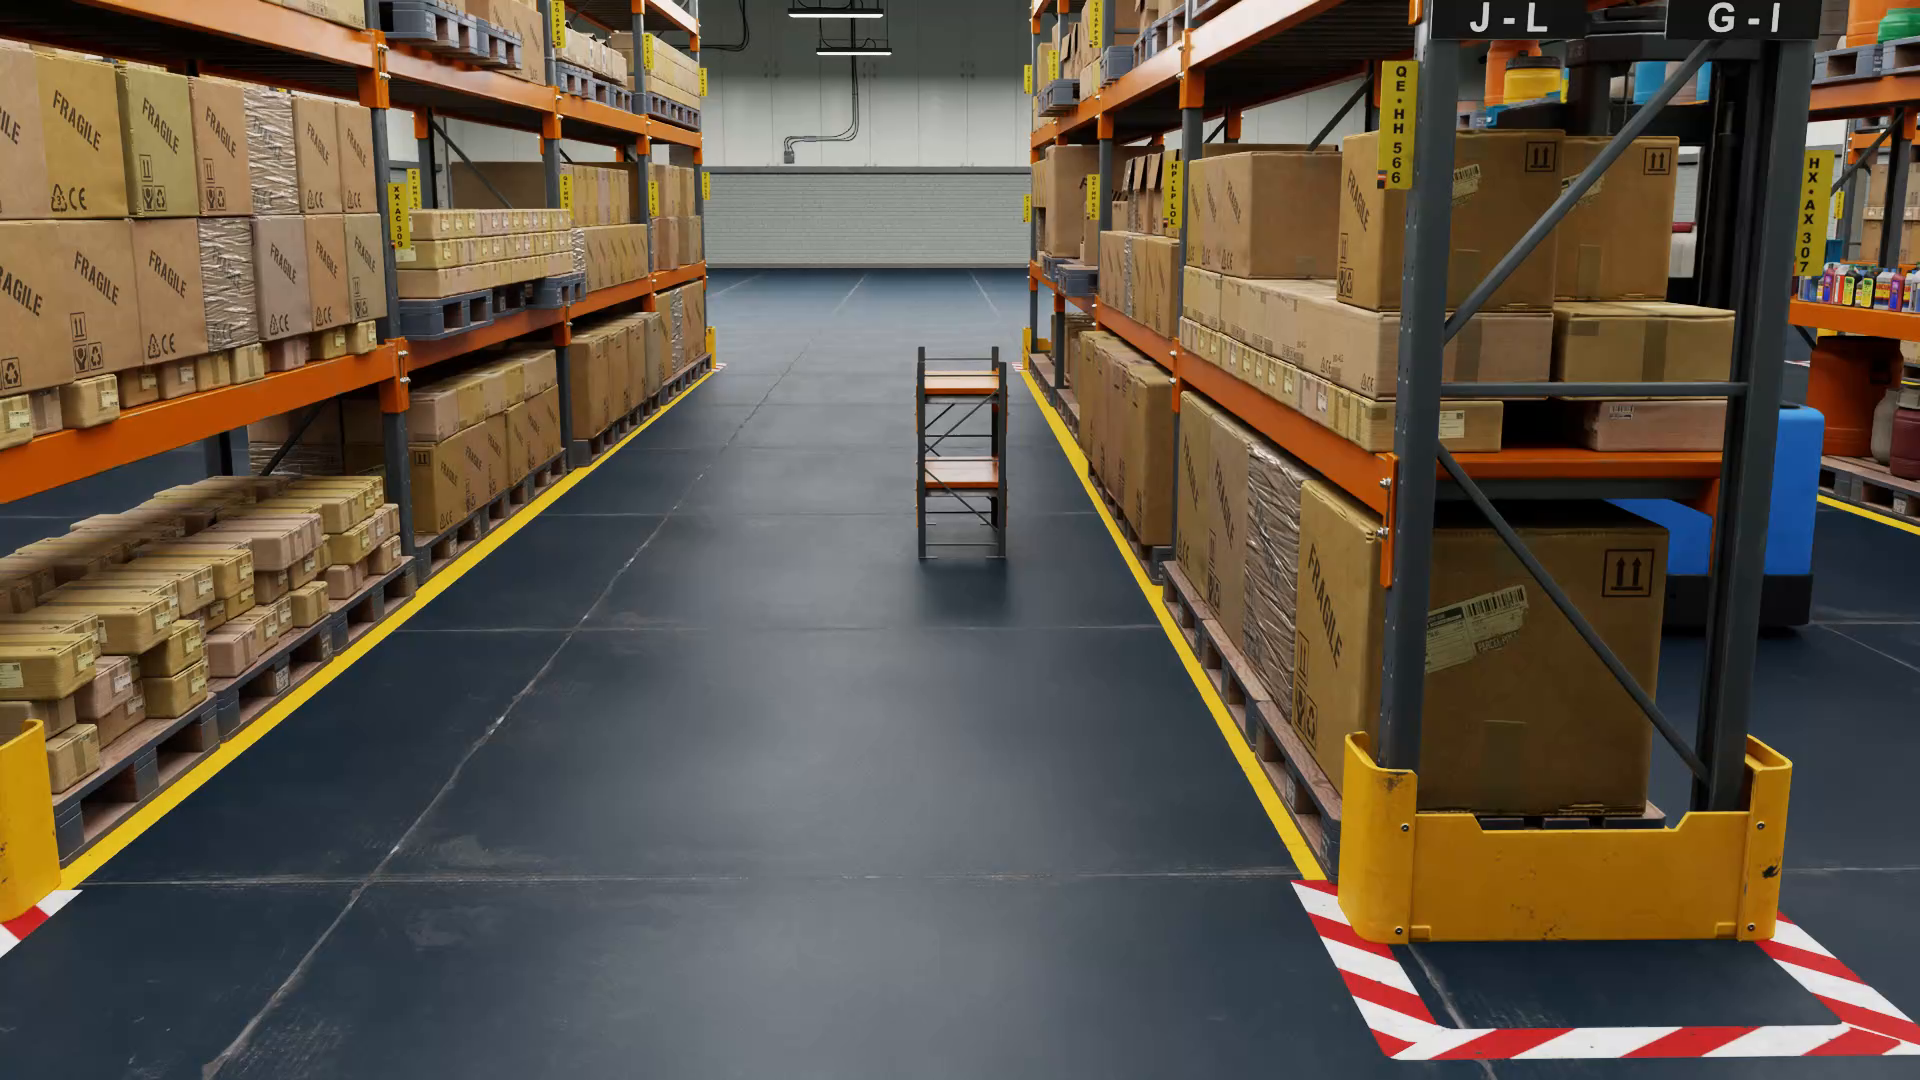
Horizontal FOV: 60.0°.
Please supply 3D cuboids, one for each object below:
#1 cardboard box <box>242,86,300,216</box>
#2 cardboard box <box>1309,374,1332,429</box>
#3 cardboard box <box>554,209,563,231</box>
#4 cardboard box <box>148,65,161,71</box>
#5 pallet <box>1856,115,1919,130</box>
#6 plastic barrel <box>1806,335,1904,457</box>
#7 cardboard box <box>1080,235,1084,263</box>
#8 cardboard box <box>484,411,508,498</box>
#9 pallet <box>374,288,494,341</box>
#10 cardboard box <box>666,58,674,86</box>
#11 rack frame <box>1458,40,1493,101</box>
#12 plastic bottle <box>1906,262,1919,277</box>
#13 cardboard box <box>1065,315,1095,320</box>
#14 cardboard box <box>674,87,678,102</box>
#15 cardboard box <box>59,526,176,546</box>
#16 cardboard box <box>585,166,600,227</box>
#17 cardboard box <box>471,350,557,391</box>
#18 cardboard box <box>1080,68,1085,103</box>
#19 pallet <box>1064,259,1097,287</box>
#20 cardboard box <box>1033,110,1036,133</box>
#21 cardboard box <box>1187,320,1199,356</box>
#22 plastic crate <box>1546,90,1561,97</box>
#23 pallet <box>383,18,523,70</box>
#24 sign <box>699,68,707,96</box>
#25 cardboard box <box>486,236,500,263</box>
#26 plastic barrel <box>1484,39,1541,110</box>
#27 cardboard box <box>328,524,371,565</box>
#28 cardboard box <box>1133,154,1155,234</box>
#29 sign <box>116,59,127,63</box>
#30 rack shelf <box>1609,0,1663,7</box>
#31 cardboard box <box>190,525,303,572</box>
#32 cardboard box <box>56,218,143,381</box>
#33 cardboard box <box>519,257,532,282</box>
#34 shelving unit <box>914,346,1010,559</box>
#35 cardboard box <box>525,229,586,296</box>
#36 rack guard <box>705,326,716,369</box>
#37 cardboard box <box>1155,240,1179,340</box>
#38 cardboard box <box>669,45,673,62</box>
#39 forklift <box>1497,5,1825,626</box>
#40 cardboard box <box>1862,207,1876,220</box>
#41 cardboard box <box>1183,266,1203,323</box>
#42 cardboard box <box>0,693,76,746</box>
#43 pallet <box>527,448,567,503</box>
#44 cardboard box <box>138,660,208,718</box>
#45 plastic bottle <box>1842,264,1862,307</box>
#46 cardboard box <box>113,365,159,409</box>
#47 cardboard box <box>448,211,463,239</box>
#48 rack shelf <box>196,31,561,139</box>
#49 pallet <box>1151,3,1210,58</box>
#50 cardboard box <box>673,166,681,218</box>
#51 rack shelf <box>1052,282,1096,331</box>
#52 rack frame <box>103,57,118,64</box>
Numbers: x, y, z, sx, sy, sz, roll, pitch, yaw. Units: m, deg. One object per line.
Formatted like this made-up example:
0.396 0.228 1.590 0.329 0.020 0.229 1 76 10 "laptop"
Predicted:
-3.063 -1.581 6.795 0.500 0.500 0.500 0 11 0 "cardboard box"
1.341 -0.447 5.348 0.380 0.149 0.250 0 11 -1 "cardboard box"
-2.967 -2.217 11.523 0.380 0.149 0.250 0 11 -2 "cardboard box"
-8.179 -4.649 16.512 0.380 0.149 0.250 -1 11 -3 "cardboard box"
11.251 -4.905 19.370 1.003 0.211 1.213 0 11 -1 "pallet"
6.502 -1.054 12.113 0.600 0.830 0.708 0 11 -1 "plastic barrel"
1.219 -2.459 13.918 0.396 0.266 0.258 -1 11 -3 "cardboard box"
-3.142 -0.531 10.364 0.500 0.500 0.500 0 11 0 "cardboard box"
-3.226 -1.252 9.168 1.003 0.211 1.213 0 11 -1 "pallet"
-3.274 -4.880 17.344 0.500 0.250 0.500 0 11 -2 "cardboard box"
6.310 -6.539 19.660 1.000 3.000 0.127 0 11 -1 "rack frame"
6.910 -1.873 12.042 0.061 0.283 0.133 0 11 -1 "plastic bottle"
1.401 -2.317 19.166 0.500 0.500 0.500 3 12 14 "cardboard box"
-3.220 -4.761 17.765 0.380 0.149 0.250 0 11 0 "cardboard box"
-3.514 0.037 6.948 0.380 0.149 0.250 -1 11 -4 "cardboard box"
-3.473 -2.921 14.146 0.700 0.500 0.500 0 11 -2 "cardboard box"
-3.162 -1.202 11.784 0.500 0.250 0.500 -1 11 -2 "cardboard box"
1.237 -3.677 13.473 0.500 0.250 0.500 0 11 0 "cardboard box"
1.441 -2.288 14.275 1.003 0.211 1.213 0 11 -1 "pallet"
1.109 -4.879 19.396 0.500 0.250 0.500 0 11 1 "cardboard box"
1.285 -0.958 7.869 0.380 0.149 0.250 -1 11 -3 "cardboard box"
6.650 -4.684 18.098 0.392 0.384 0.575 0 11 -1 "plastic crate"
-3.286 -2.901 9.741 1.213 0.211 1.003 0 11 -1 "pallet"
-3.060 -5.443 19.774 0.100 0.325 0.005 0 11 -1 "sign"
-2.930 -1.710 9.772 0.380 0.149 0.250 0 11 1 "cardboard box"
6.447 -5.390 19.400 0.600 0.830 0.708 0 11 -1 "plastic barrel"
-2.990 0.020 7.780 0.380 0.149 0.250 -1 11 -3 "cardboard box"
1.533 -2.254 10.853 0.797 0.503 0.637 0 11 0 "cardboard box"
-7.913 -4.663 15.662 0.100 0.325 0.005 0 11 -1 "sign"
6.351 -5.593 17.812 1.077 0.370 4.000 0 11 -1 "rack shelf"
-2.987 0.035 6.960 0.380 0.149 0.250 -1 11 -3 "cardboard box"
-3.042 -0.790 5.407 0.500 0.500 0.500 0 11 -1 "cardboard box"
-2.947 -1.720 10.569 0.380 0.149 0.250 0 11 1 "cardboard box"
0.000 -0.550 9.941 0.538 1.125 1.048 0 11 -1 "shelving unit"
-3.177 -2.128 12.752 0.500 0.500 0.500 0 11 -1 "cardboard box"
-3.604 -2.358 20.427 1.175 0.500 0.348 0 11 -1 "rack guard"
1.323 -1.334 8.841 0.500 0.500 0.500 0 11 -1 "cardboard box"
-3.216 -5.103 17.442 0.380 0.149 0.250 0 11 -1 "cardboard box"
3.495 -1.270 8.946 1.130 2.935 3.031 0 11 1 "forklift"
11.055 -3.907 19.890 0.380 0.149 0.250 0 11 -2 "cardboard box"
1.354 -1.171 7.918 0.500 0.250 0.500 0 11 -2 "cardboard box"
-3.027 0.542 5.208 0.380 0.149 0.250 0 11 1 "cardboard box"
-3.423 -0.467 11.828 1.003 0.211 1.213 0 11 -1 "pallet"
-2.958 0.535 5.990 0.380 0.149 0.250 0 11 0 "cardboard box"
6.127 -1.746 11.413 0.061 0.283 0.133 0 11 -1 "plastic bottle"
-3.074 -0.550 5.857 0.380 0.149 0.250 0 11 -2 "cardboard box"
-2.915 -1.703 8.989 0.380 0.149 0.250 0 11 0 "cardboard box"
-3.397 -2.708 10.130 1.077 0.370 4.000 0 11 -1 "rack shelf"
1.538 -2.752 9.016 0.805 0.209 1.217 -1 11 -3 "pallet"
-3.514 -3.782 18.063 0.875 0.550 0.500 0 11 -1 "cardboard box"
1.482 -2.034 14.349 1.077 0.370 4.000 0 11 -1 "rack shelf"
-8.467 -5.683 15.440 1.000 3.000 0.127 0 11 -1 "rack frame"
